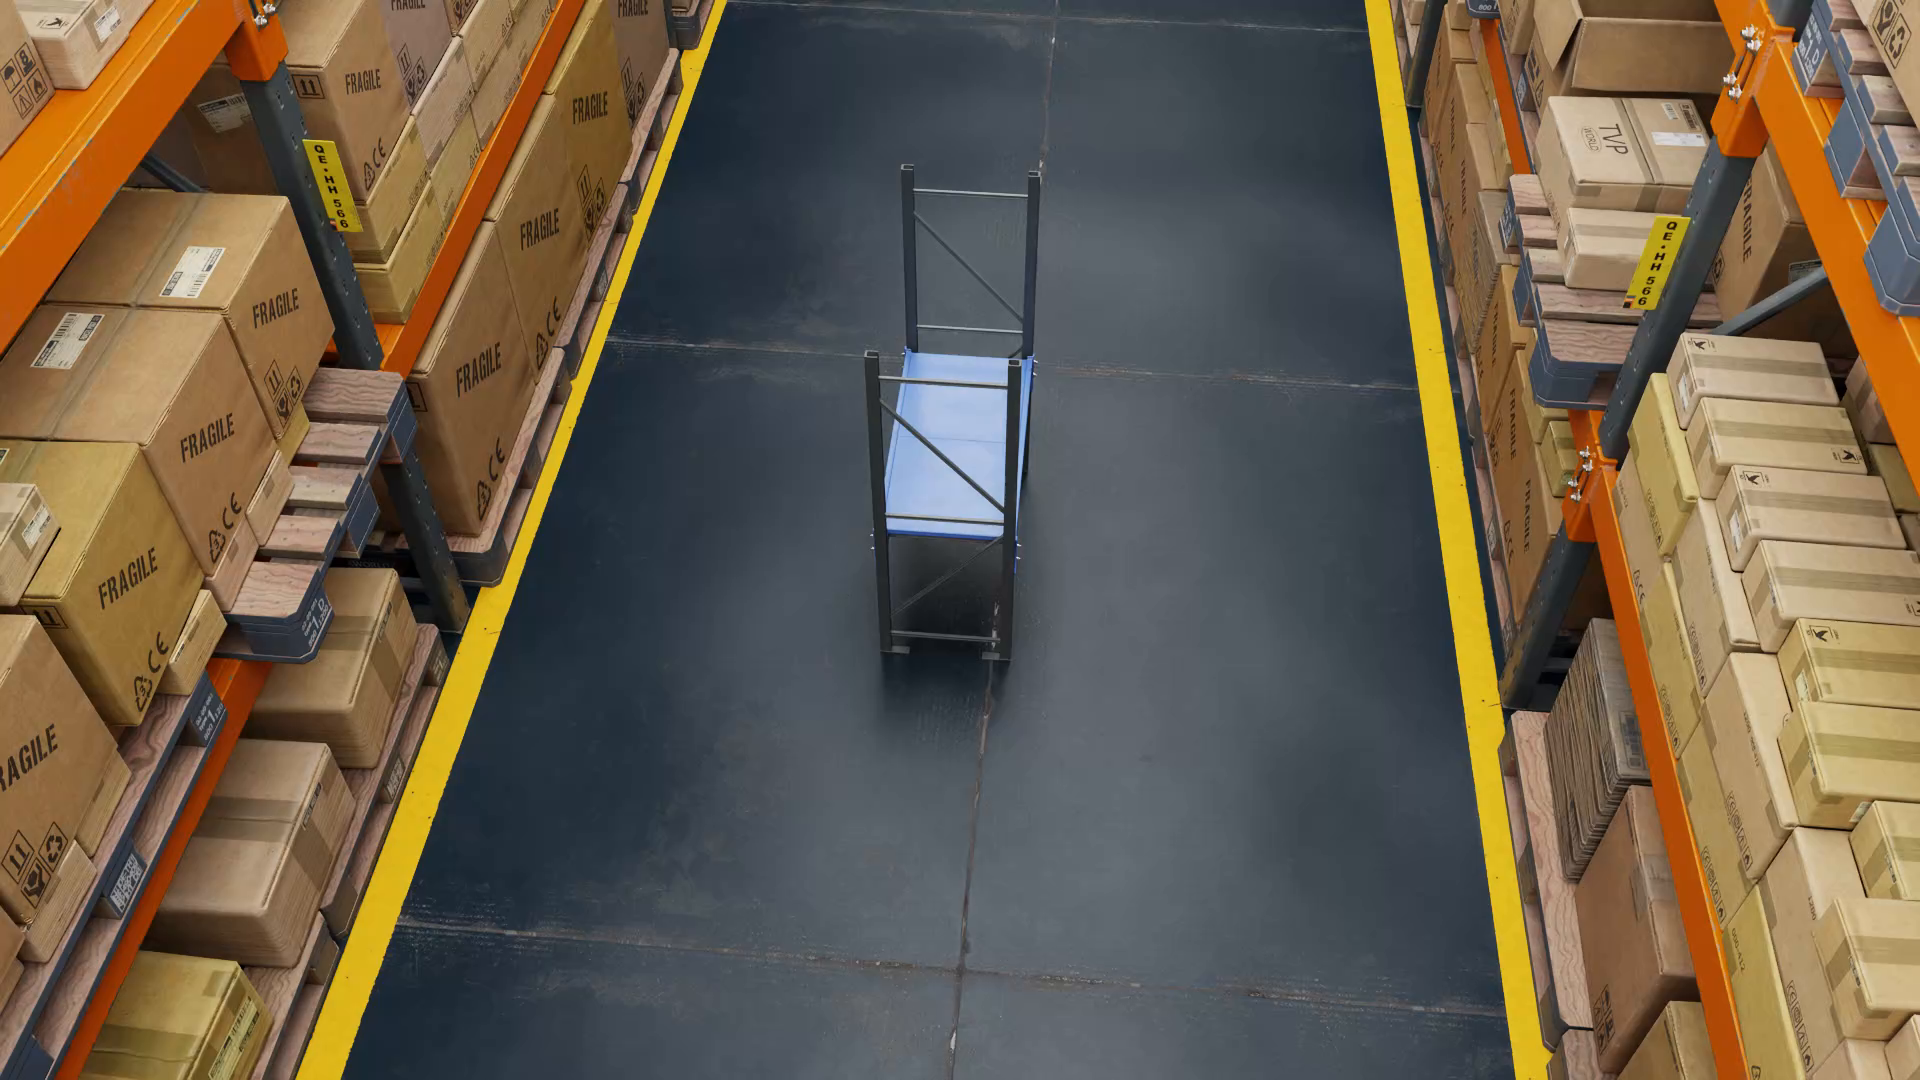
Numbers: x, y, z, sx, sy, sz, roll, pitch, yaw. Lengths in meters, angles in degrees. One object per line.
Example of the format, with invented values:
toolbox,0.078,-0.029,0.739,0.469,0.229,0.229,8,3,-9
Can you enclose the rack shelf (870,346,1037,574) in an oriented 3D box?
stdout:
rack shelf,-0.008,-0.322,6.298,0.538,0.185,1.000,4,48,4

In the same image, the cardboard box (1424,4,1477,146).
cardboard box,2.620,-2.288,8.245,0.500,0.500,0.500,6,48,5

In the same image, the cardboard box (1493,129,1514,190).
cardboard box,2.534,-1.638,7.211,0.380,0.149,0.250,5,48,5

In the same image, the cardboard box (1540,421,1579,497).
cardboard box,2.316,-0.288,5.976,0.380,0.149,0.250,2,48,2

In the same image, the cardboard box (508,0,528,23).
cardboard box,-1.963,-2.313,6.621,0.500,0.250,0.500,5,48,4

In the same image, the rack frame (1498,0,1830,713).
rack frame,2.523,-0.391,5.101,1.000,3.000,0.127,4,48,4

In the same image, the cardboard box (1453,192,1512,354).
cardboard box,2.478,-1.149,7.203,0.500,0.500,0.500,2,48,2

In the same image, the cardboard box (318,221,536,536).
cardboard box,-2.274,-0.649,6.492,0.875,0.875,0.875,3,48,3

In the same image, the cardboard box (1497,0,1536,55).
cardboard box,2.502,-2.208,6.410,0.700,0.500,0.500,4,48,3

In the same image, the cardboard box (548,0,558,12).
cardboard box,-1.958,-2.520,7.150,0.500,0.250,0.500,3,48,2

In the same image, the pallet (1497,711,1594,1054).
pallet,2.409,1.152,5.579,1.003,0.211,1.213,4,48,4

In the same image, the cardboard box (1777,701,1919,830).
cardboard box,2.094,0.520,3.760,0.380,0.149,0.250,5,48,4

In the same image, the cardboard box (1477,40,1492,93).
cardboard box,2.630,-2.204,7.728,0.380,0.149,0.250,2,48,2

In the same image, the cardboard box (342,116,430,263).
cardboard box,-2.128,-1.196,5.600,0.500,0.250,0.500,4,48,3

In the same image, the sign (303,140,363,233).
sign,-1.879,-1.057,4.978,0.100,0.325,0.005,4,48,4

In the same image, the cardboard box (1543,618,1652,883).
cardboard box,2.453,0.726,5.404,0.875,0.625,0.625,5,48,5

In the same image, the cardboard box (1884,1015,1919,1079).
cardboard box,2.056,1.089,3.240,0.380,0.149,0.250,4,48,4

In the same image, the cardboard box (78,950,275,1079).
cardboard box,-2.616,1.537,4.833,0.950,0.372,0.625,5,48,5

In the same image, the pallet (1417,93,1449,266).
pallet,2.851,-1.789,8.269,1.003,0.211,1.213,4,48,4

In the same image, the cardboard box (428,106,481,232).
cardboard box,-2.096,-1.393,6.118,0.500,0.250,0.500,3,48,2

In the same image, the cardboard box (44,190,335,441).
cardboard box,-2.185,-0.645,4.779,0.500,0.500,0.500,3,48,2

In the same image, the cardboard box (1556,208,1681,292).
cardboard box,2.201,-0.956,5.504,0.380,0.149,0.250,5,48,4

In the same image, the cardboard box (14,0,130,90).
cardboard box,-2.254,-1.221,3.997,0.380,0.149,0.250,4,48,4

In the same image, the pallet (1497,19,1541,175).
pallet,2.696,-1.756,6.479,1.003,0.211,1.213,4,48,4

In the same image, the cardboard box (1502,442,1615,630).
cardboard box,2.348,-0.014,6.166,0.500,0.500,0.500,5,48,5

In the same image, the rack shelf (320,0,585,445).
rack shelf,-2.238,-1.949,7.013,1.077,0.370,4.000,4,48,4

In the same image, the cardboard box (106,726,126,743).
cardboard box,-2.337,0.432,4.234,0.380,0.149,0.250,4,48,4

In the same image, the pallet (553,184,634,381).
pallet,-2.159,-1.249,7.775,1.003,0.211,1.213,4,48,4

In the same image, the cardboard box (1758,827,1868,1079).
cardboard box,2.106,0.929,3.656,0.500,0.250,0.500,4,48,4

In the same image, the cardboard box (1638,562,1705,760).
cardboard box,2.189,0.339,4.535,0.500,0.250,0.500,3,48,3

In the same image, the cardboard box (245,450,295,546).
cardboard box,-2.146,-0.132,4.750,0.380,0.149,0.250,4,48,3

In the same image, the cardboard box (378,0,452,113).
cardboard box,-2.096,-1.804,5.648,0.500,0.500,0.500,4,48,4

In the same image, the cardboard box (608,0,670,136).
cardboard box,-2.032,-2.625,8.299,0.875,0.875,0.875,5,48,5

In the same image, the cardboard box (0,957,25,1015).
cardboard box,-2.349,1.011,3.704,0.380,0.149,0.250,4,48,4

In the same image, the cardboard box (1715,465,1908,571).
cardboard box,2.180,-0.042,4.275,0.380,0.149,0.250,5,48,5

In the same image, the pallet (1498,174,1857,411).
pallet,2.515,-0.829,5.631,1.213,0.211,1.003,4,48,4

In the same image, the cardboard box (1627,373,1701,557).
cardboard box,2.215,-0.201,4.690,0.500,0.250,0.500,4,48,3

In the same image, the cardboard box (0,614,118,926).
cardboard box,-2.317,0.508,3.725,0.500,0.500,0.500,2,48,2

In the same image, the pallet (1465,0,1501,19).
pallet,2.706,-2.686,7.330,1.003,0.211,1.213,4,48,4

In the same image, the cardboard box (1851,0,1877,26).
cardboard box,2.189,-1.264,3.673,0.380,0.166,0.250,4,48,3

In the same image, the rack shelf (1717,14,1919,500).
rack shelf,2.341,0.309,2.915,1.077,0.370,4.000,4,48,4

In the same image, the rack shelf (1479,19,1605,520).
rack shelf,2.706,-1.618,6.710,1.077,0.370,4.000,4,48,4

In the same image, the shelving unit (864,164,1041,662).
shelving unit,-0.008,-0.443,6.165,0.538,1.500,1.048,4,48,4

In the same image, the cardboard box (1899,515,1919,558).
cardboard box,2.714,0.216,4.309,0.500,0.250,0.500,4,48,4
